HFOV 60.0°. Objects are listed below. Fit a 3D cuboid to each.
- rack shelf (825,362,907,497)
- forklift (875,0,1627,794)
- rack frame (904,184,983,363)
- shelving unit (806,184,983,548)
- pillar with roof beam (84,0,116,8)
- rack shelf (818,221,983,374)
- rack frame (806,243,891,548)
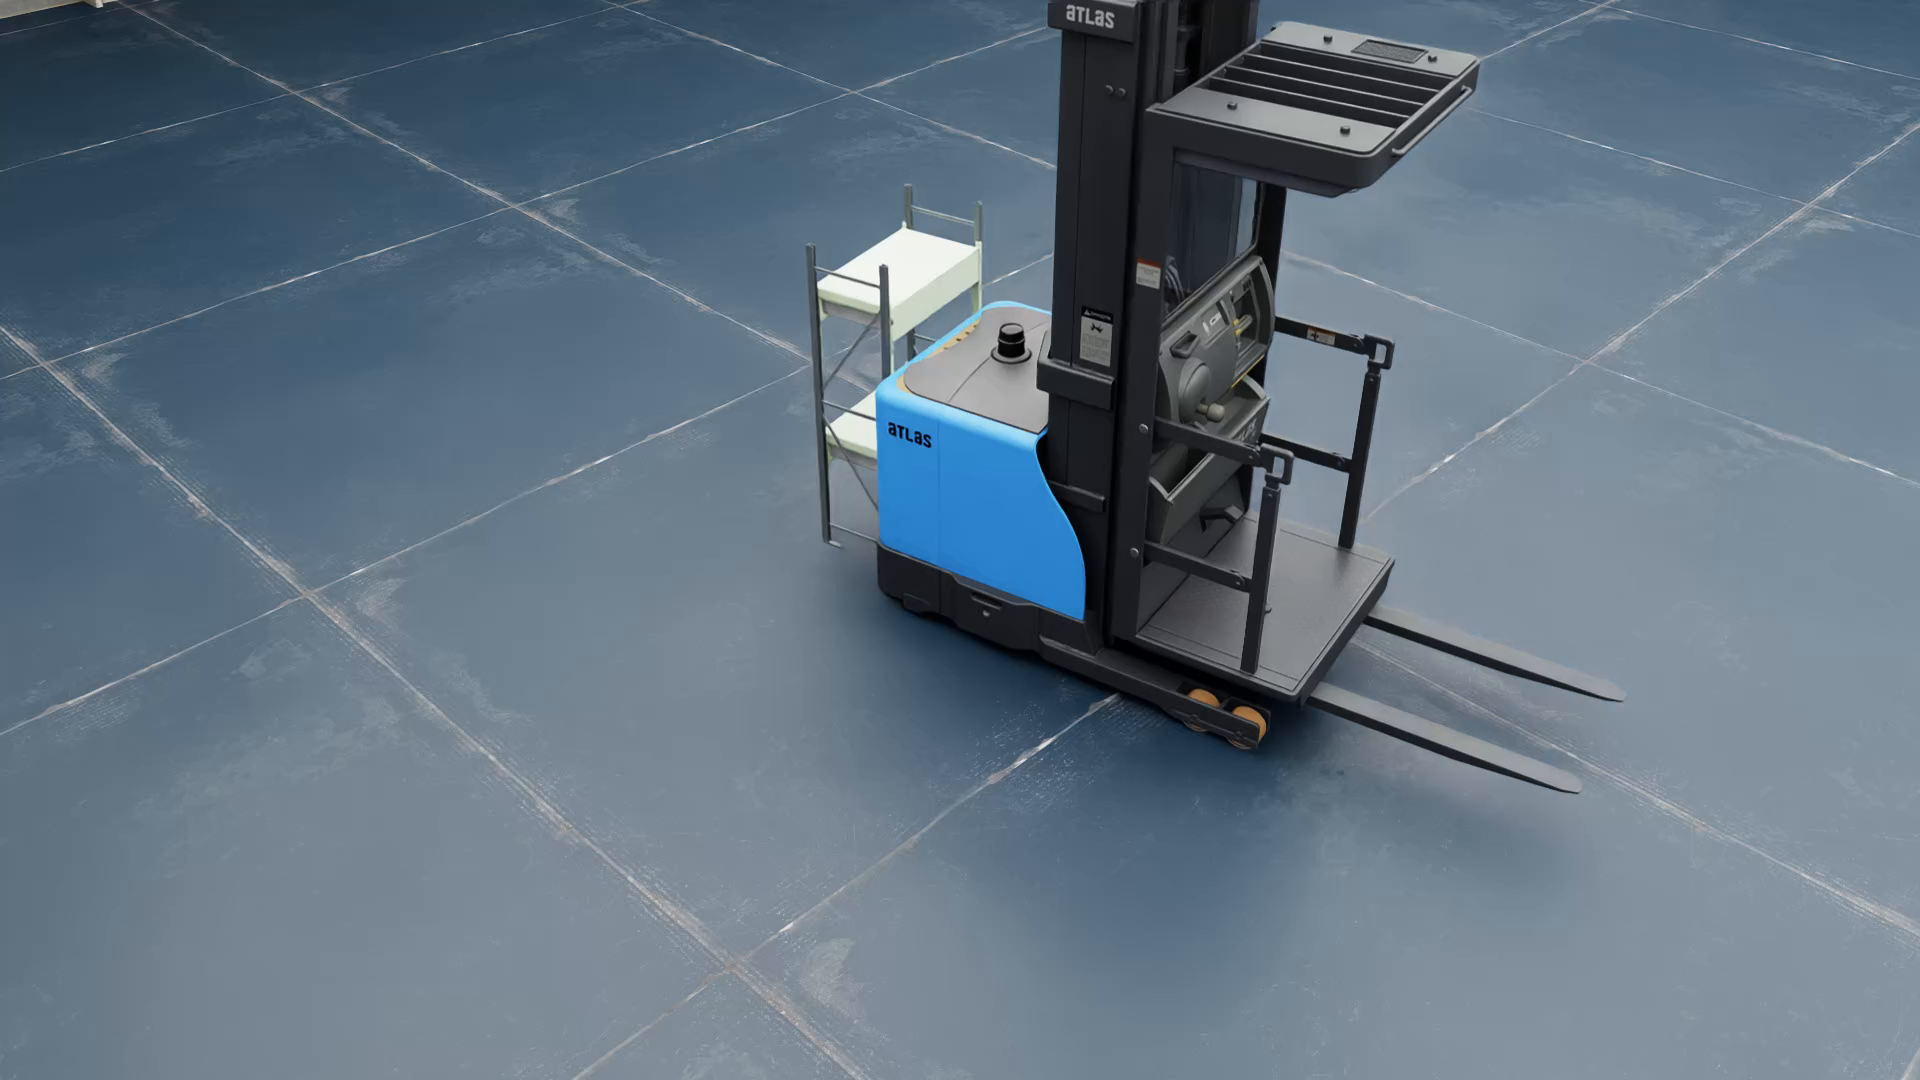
[{"bbox_3d":[-0.269,-0.461,7.670,0.431,0.370,0.720,20,39,26],"label":"rack shelf"},{"bbox_3d":[1.154,-0.726,6.228,3.031,2.935,1.130,20,40,26],"label":"forklift"},{"bbox_3d":[-0.075,-0.906,7.738,0.400,1.500,0.023,20,39,26],"label":"rack frame"},{"bbox_3d":[-0.269,-0.728,7.483,0.431,1.500,0.755,20,39,26],"label":"shelving unit"},{"bbox_3d":[-4.350,-6.682,9.465,9.100,9.000,0.400,30,45,35],"label":"pillar with roof beam"},{"bbox_3d":[-0.269,-1.048,7.260,0.431,0.370,0.720,20,39,26],"label":"rack shelf"},{"bbox_3d":[-0.463,-0.551,7.229,0.400,1.500,0.023,20,39,26],"label":"rack frame"}]
